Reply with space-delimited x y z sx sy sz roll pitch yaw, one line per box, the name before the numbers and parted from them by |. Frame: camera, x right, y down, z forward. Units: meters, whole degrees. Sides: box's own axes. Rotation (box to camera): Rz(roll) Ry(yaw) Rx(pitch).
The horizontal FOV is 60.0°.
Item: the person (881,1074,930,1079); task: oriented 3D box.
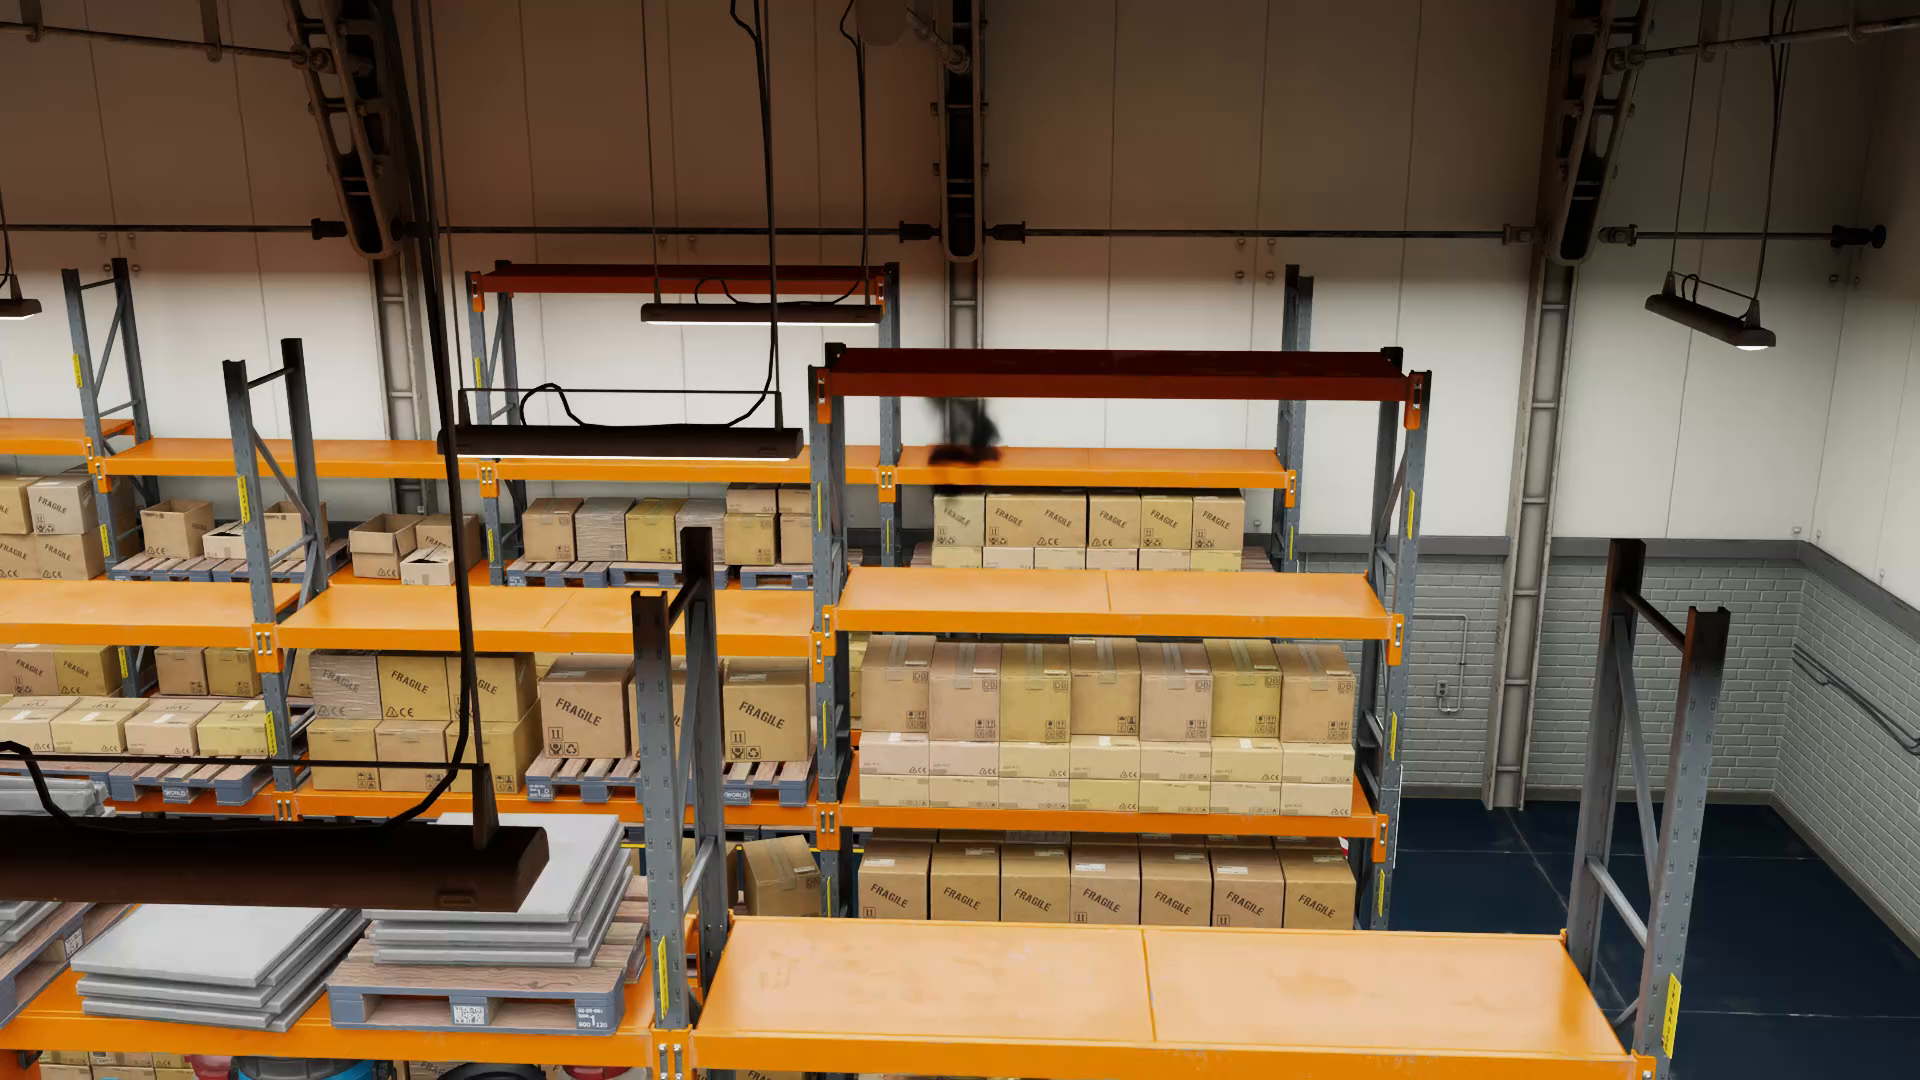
person | -0.427 4.200 10.990 0.777 1.837 0.685 -1 16 -2
